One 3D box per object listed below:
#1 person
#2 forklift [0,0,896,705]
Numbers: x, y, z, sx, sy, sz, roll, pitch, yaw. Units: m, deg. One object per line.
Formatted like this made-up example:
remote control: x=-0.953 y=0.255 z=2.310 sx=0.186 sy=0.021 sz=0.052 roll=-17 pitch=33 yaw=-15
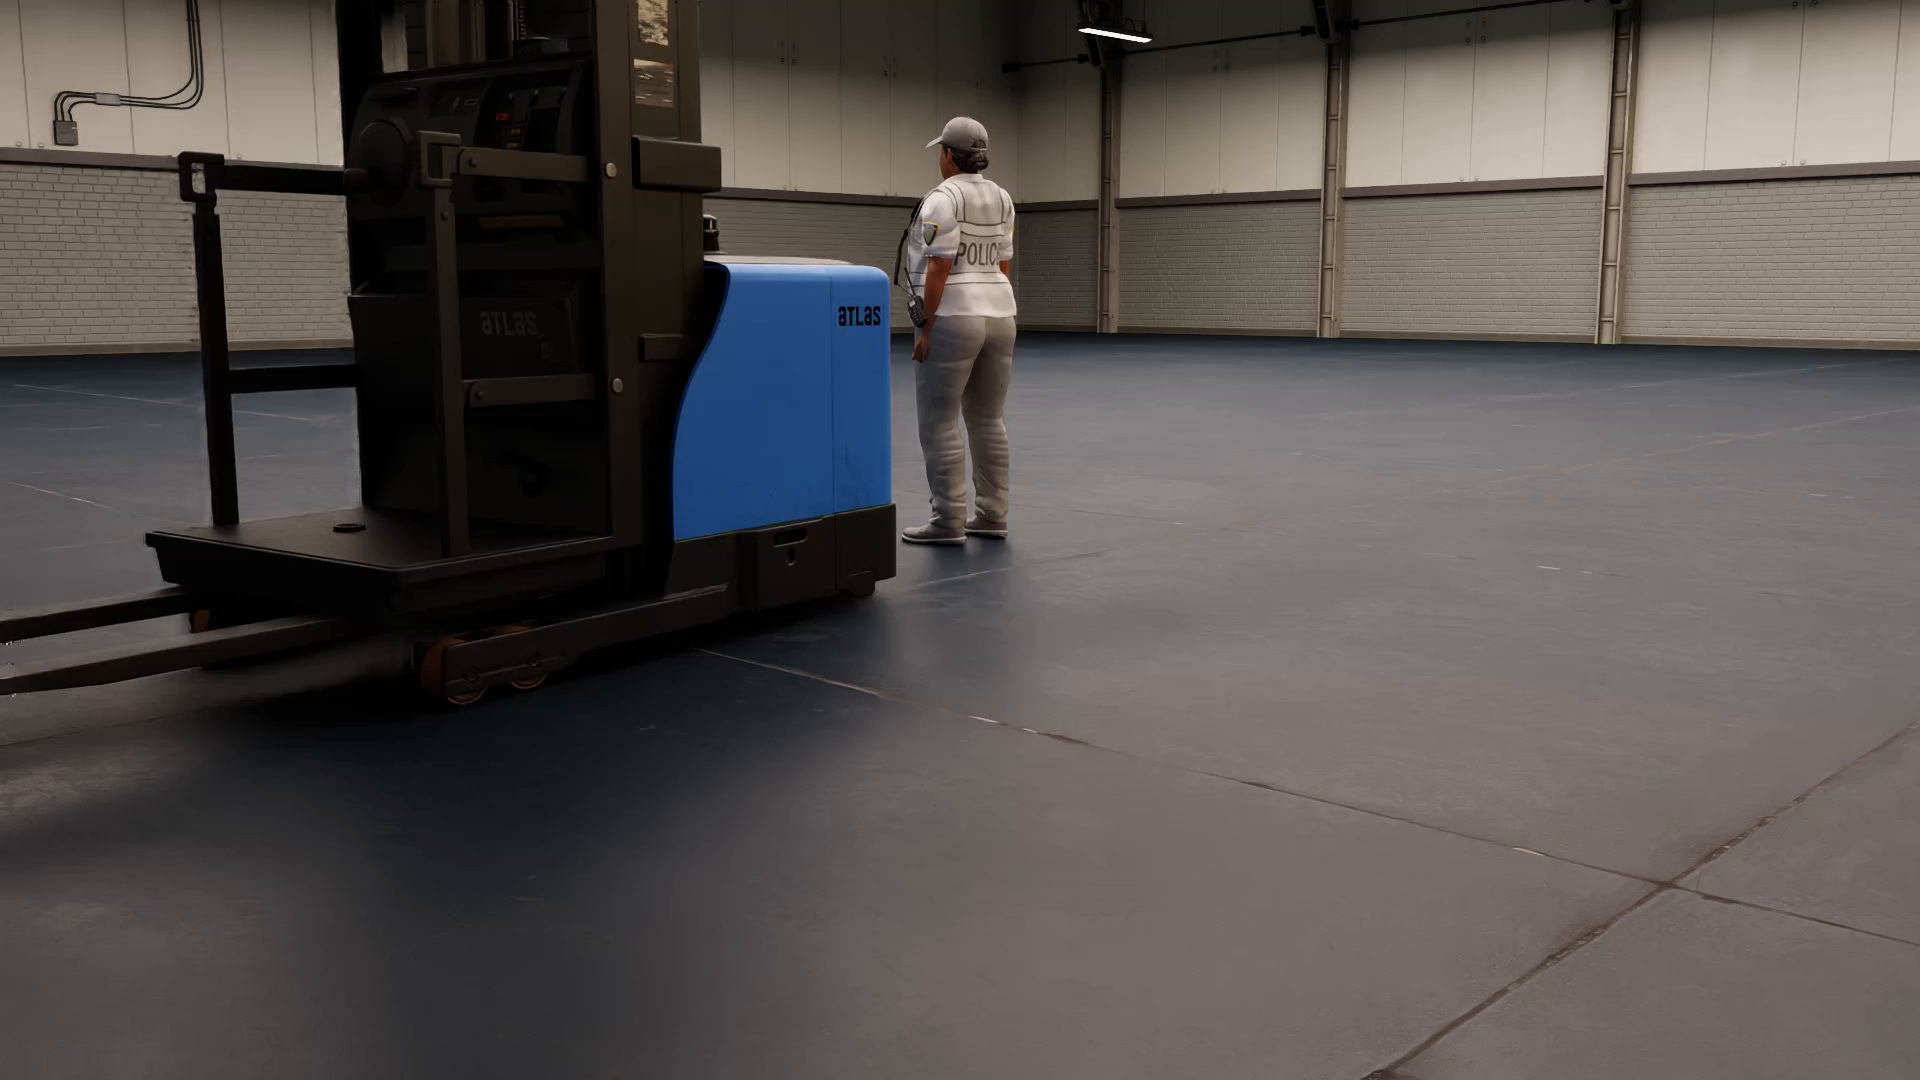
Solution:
person: x=0.005 y=-0.820 z=6.601 sx=0.388 sy=1.668 sz=0.478 roll=8 pitch=12 yaw=43
forklift: x=-1.472 y=-1.127 z=4.361 sx=1.130 sy=2.935 sz=3.031 roll=6 pitch=10 yaw=35
